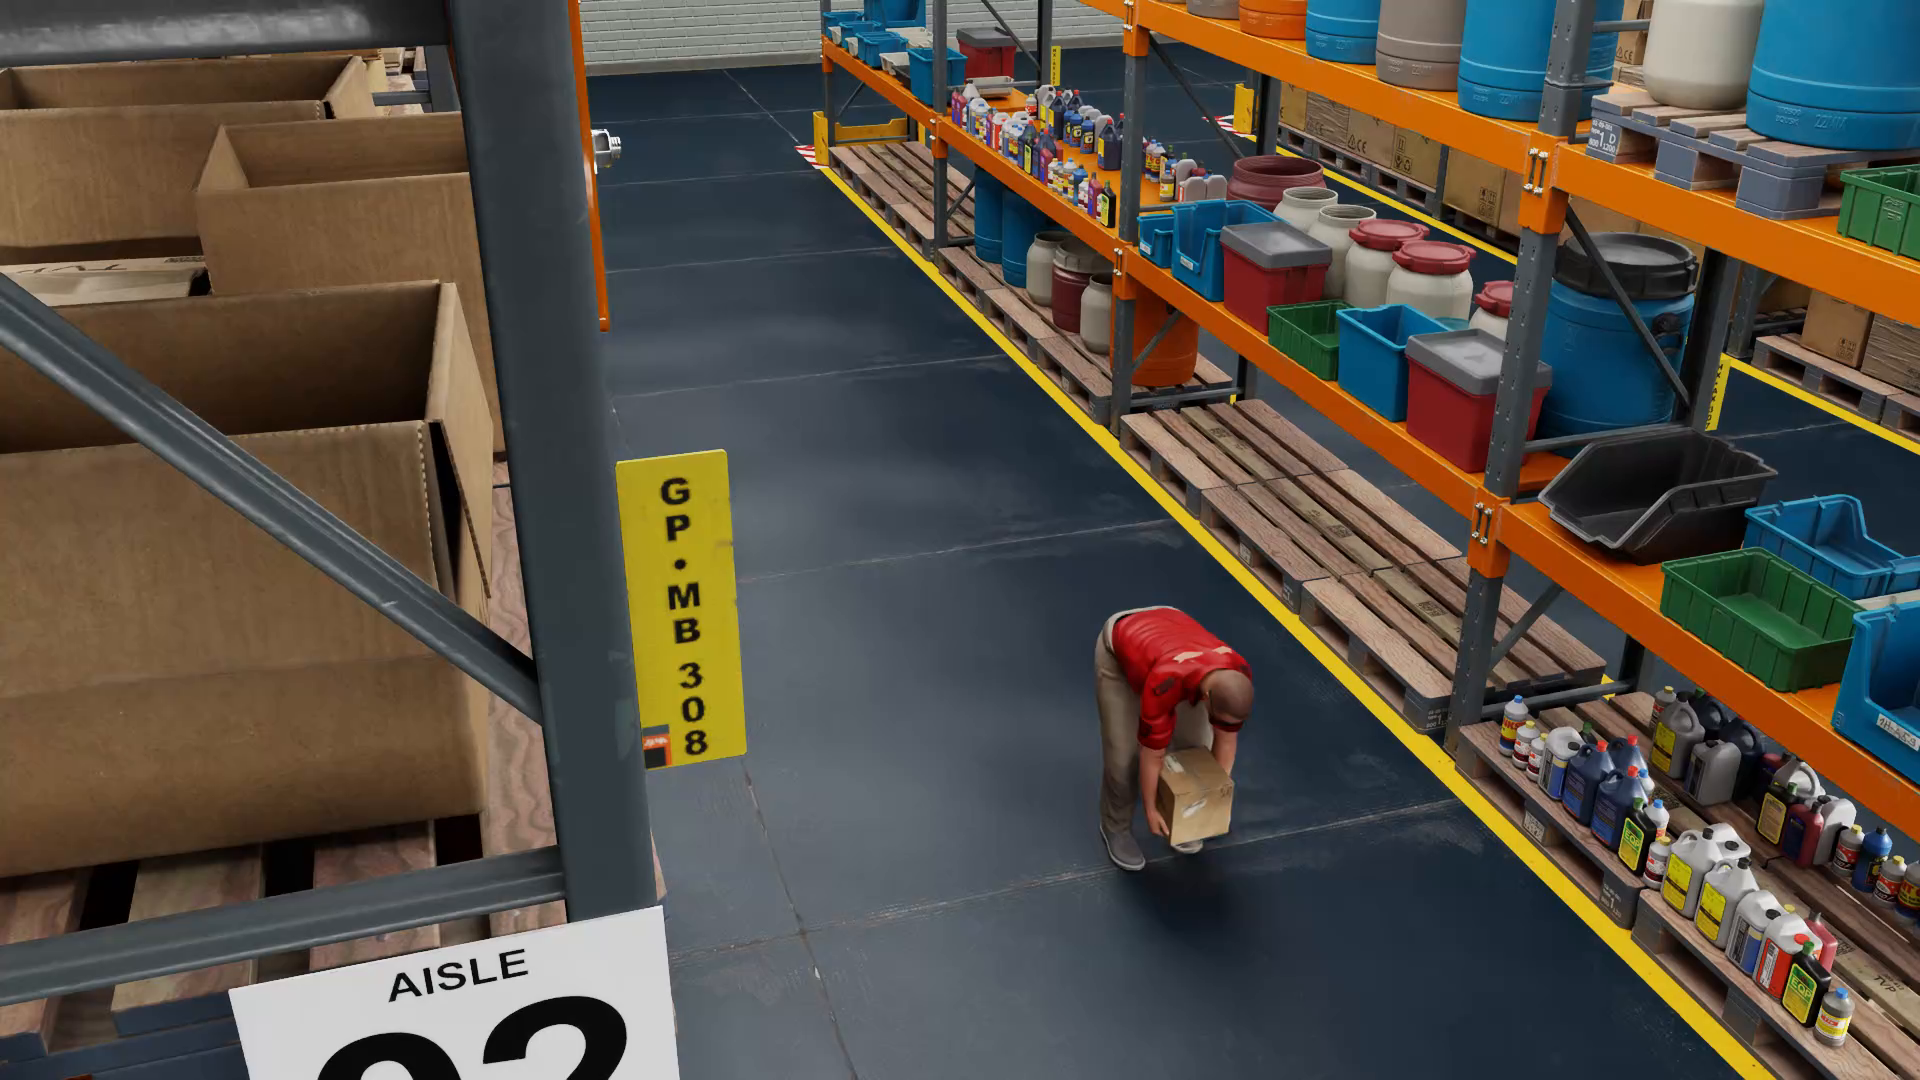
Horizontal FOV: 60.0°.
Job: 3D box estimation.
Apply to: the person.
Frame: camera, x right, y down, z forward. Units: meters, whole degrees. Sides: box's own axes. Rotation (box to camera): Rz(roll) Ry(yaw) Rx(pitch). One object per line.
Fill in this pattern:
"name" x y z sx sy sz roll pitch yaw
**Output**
"person" 0.815 0.512 6.602 0.490 1.724 0.541 -8 27 -16
